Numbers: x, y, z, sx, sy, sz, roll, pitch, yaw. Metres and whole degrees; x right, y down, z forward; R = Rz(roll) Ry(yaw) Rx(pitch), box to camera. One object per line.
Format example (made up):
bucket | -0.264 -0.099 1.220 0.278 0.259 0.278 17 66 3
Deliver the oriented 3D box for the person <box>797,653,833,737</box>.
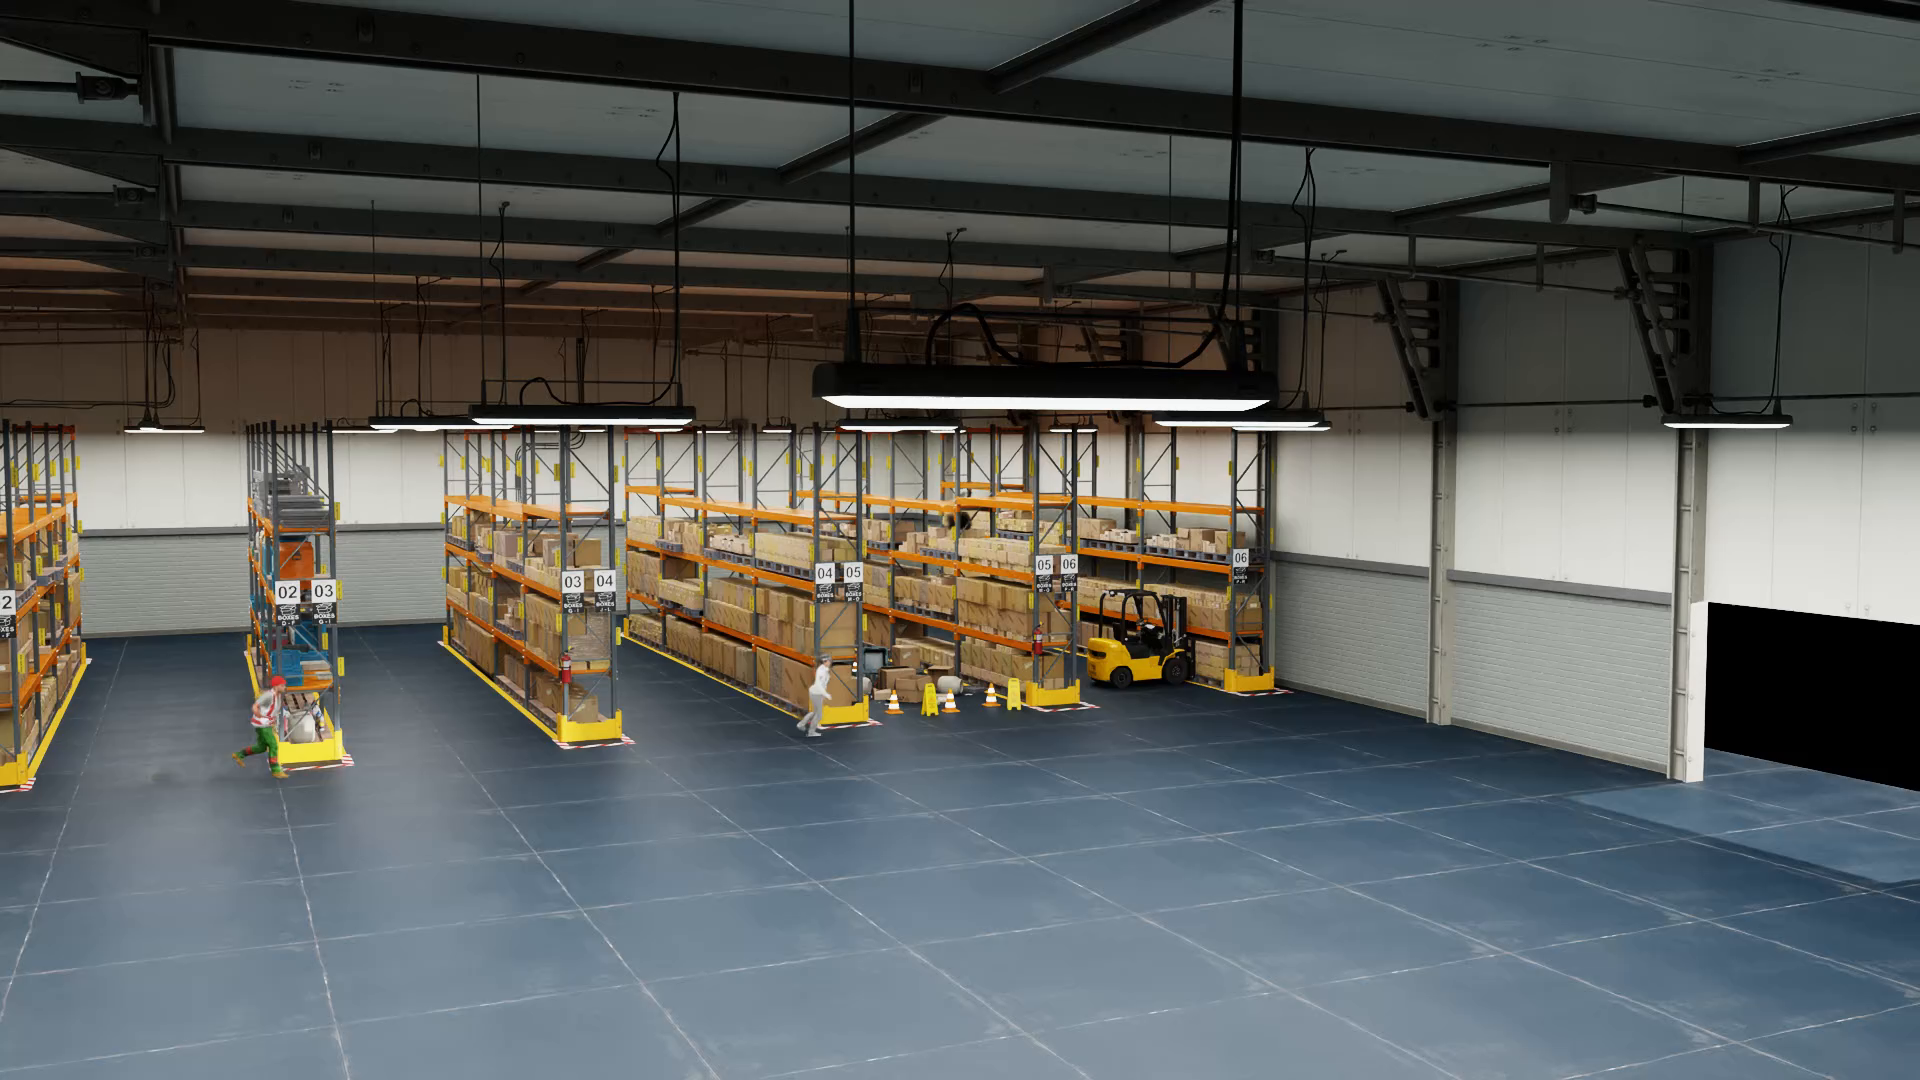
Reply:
person | -2.759 2.943 31.624 0.694 1.603 0.575 0 4 2

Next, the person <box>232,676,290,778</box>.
person | -11.740 3.144 27.857 1.003 1.731 0.673 0 4 7
